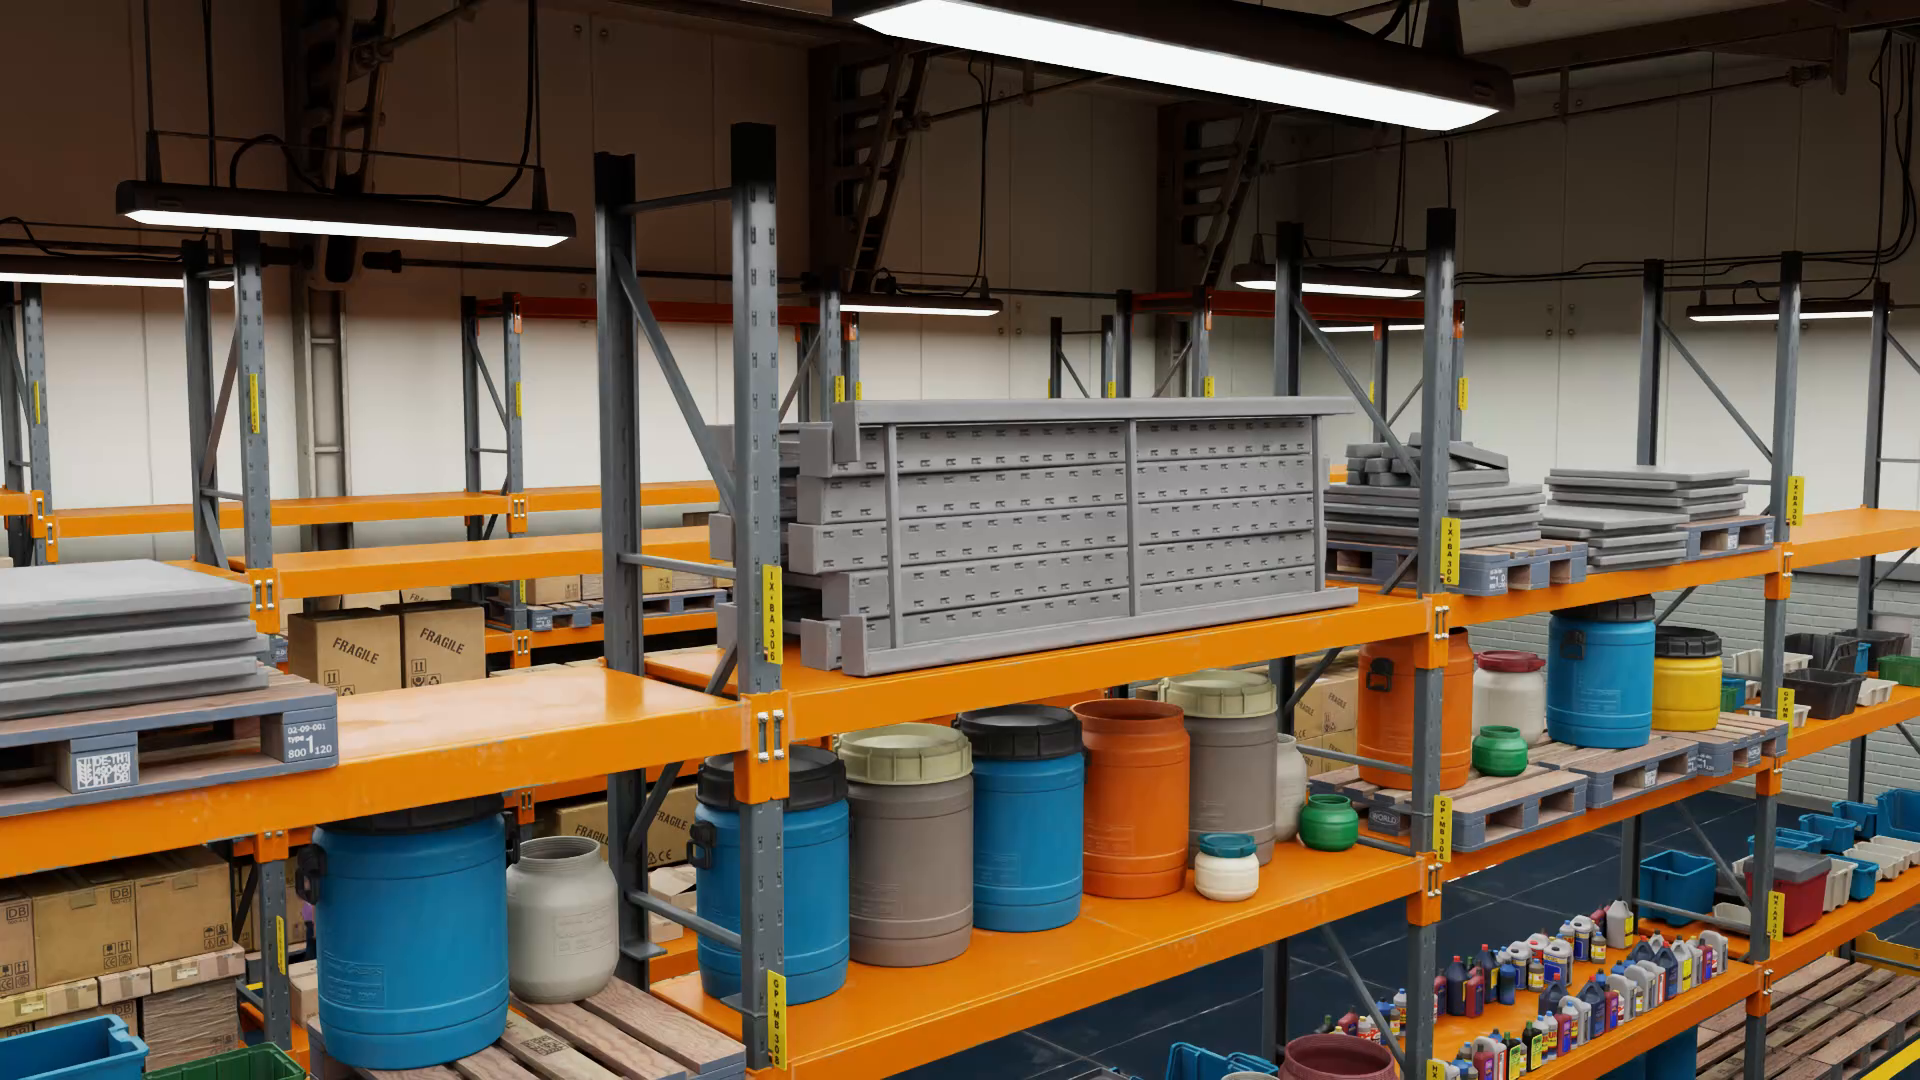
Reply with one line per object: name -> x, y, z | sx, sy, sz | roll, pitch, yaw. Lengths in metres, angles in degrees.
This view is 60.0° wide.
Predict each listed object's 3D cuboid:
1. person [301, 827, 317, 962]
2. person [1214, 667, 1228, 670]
person -> -5.234, 3.098, 13.560 | 0.514, 1.607, 0.449 | -3, 6, -28
person -> 3.258, 2.267, 21.210 | 0.612, 1.782, 0.703 | -2, 6, -24
